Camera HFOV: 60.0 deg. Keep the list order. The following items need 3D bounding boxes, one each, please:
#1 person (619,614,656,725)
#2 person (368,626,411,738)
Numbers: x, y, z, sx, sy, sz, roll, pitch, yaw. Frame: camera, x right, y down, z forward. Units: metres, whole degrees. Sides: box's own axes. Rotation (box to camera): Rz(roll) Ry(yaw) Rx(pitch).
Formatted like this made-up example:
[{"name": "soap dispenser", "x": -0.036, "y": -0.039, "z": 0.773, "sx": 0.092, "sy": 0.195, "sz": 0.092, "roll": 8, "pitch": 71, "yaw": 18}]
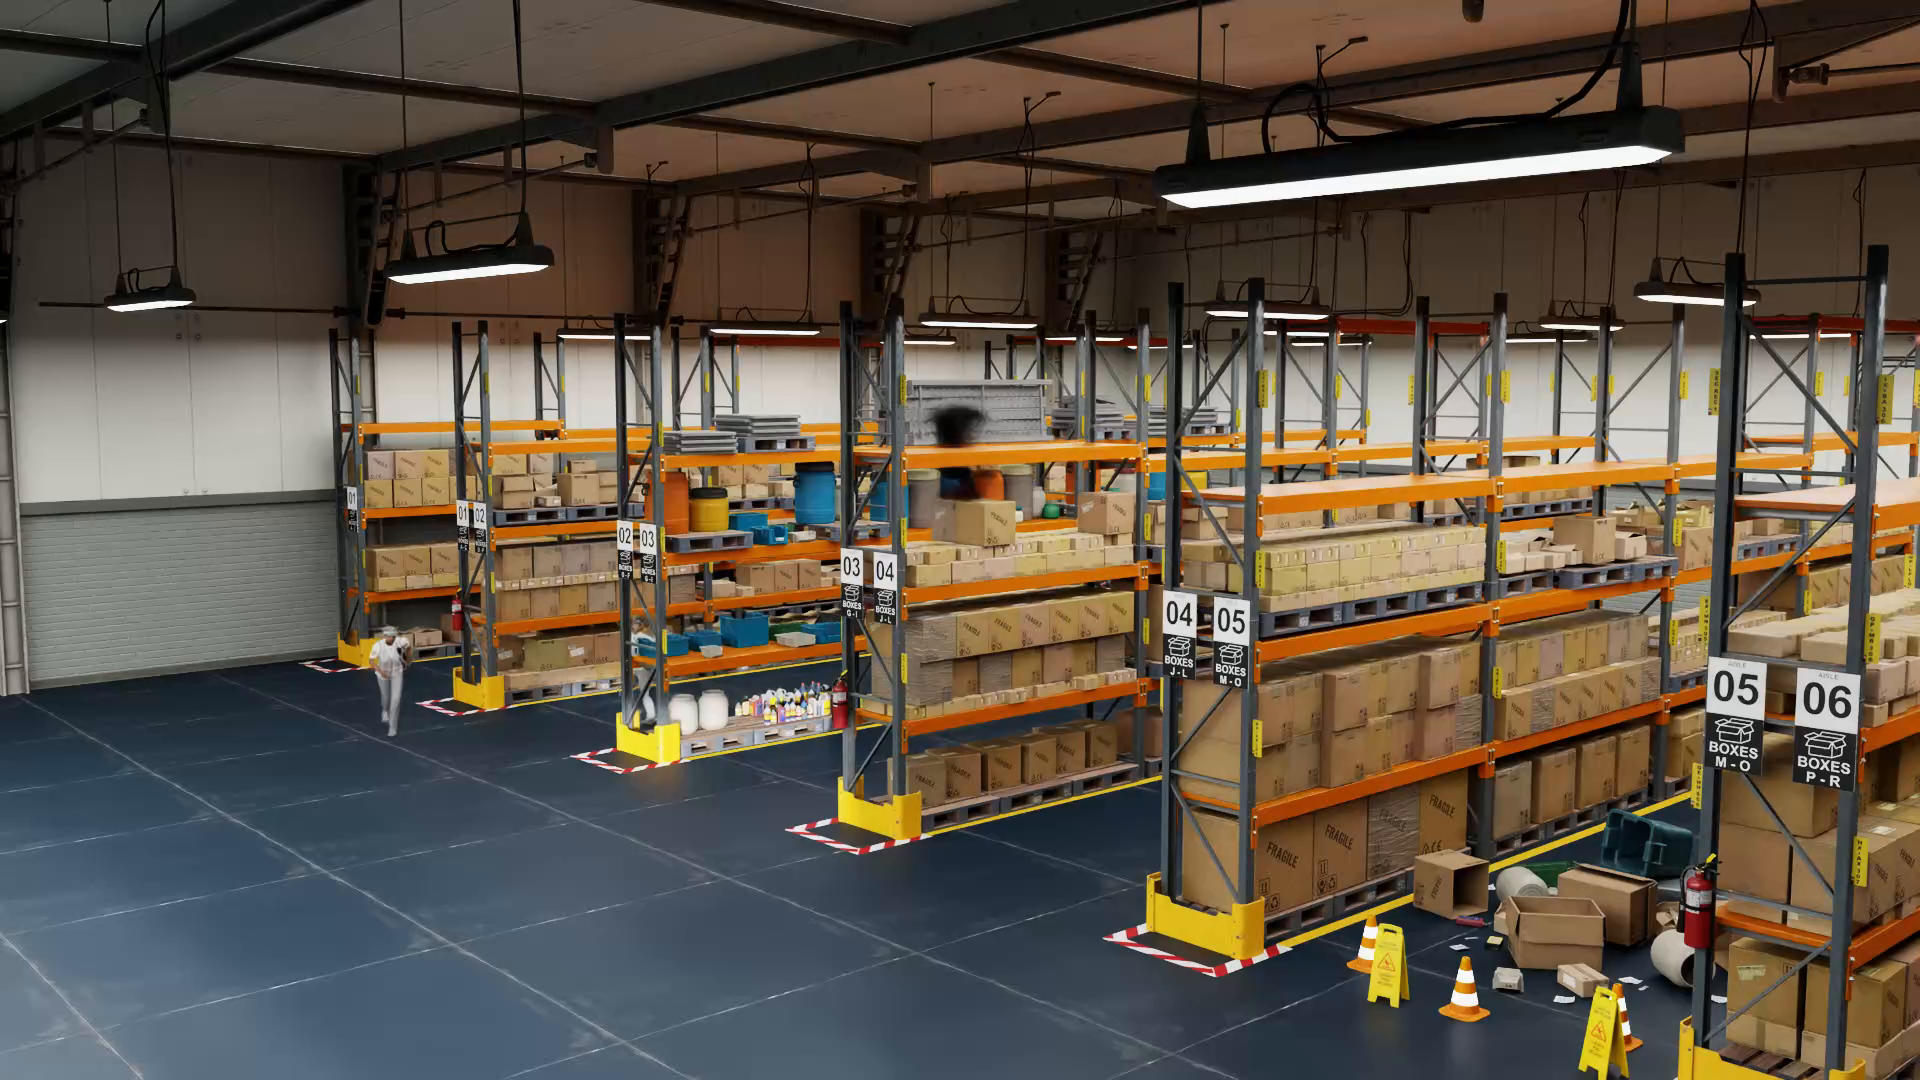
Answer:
[{"name": "person", "x": -4.724, "y": 1.916, "z": 24.356, "sx": 0.602, "sy": 1.679, "sz": 0.642, "roll": 4, "pitch": 7, "yaw": 34}, {"name": "person", "x": -8.301, "y": 2.004, "z": 24.209, "sx": 0.607, "sy": 1.632, "sz": 0.977, "roll": -3, "pitch": 6, "yaw": -26}]
